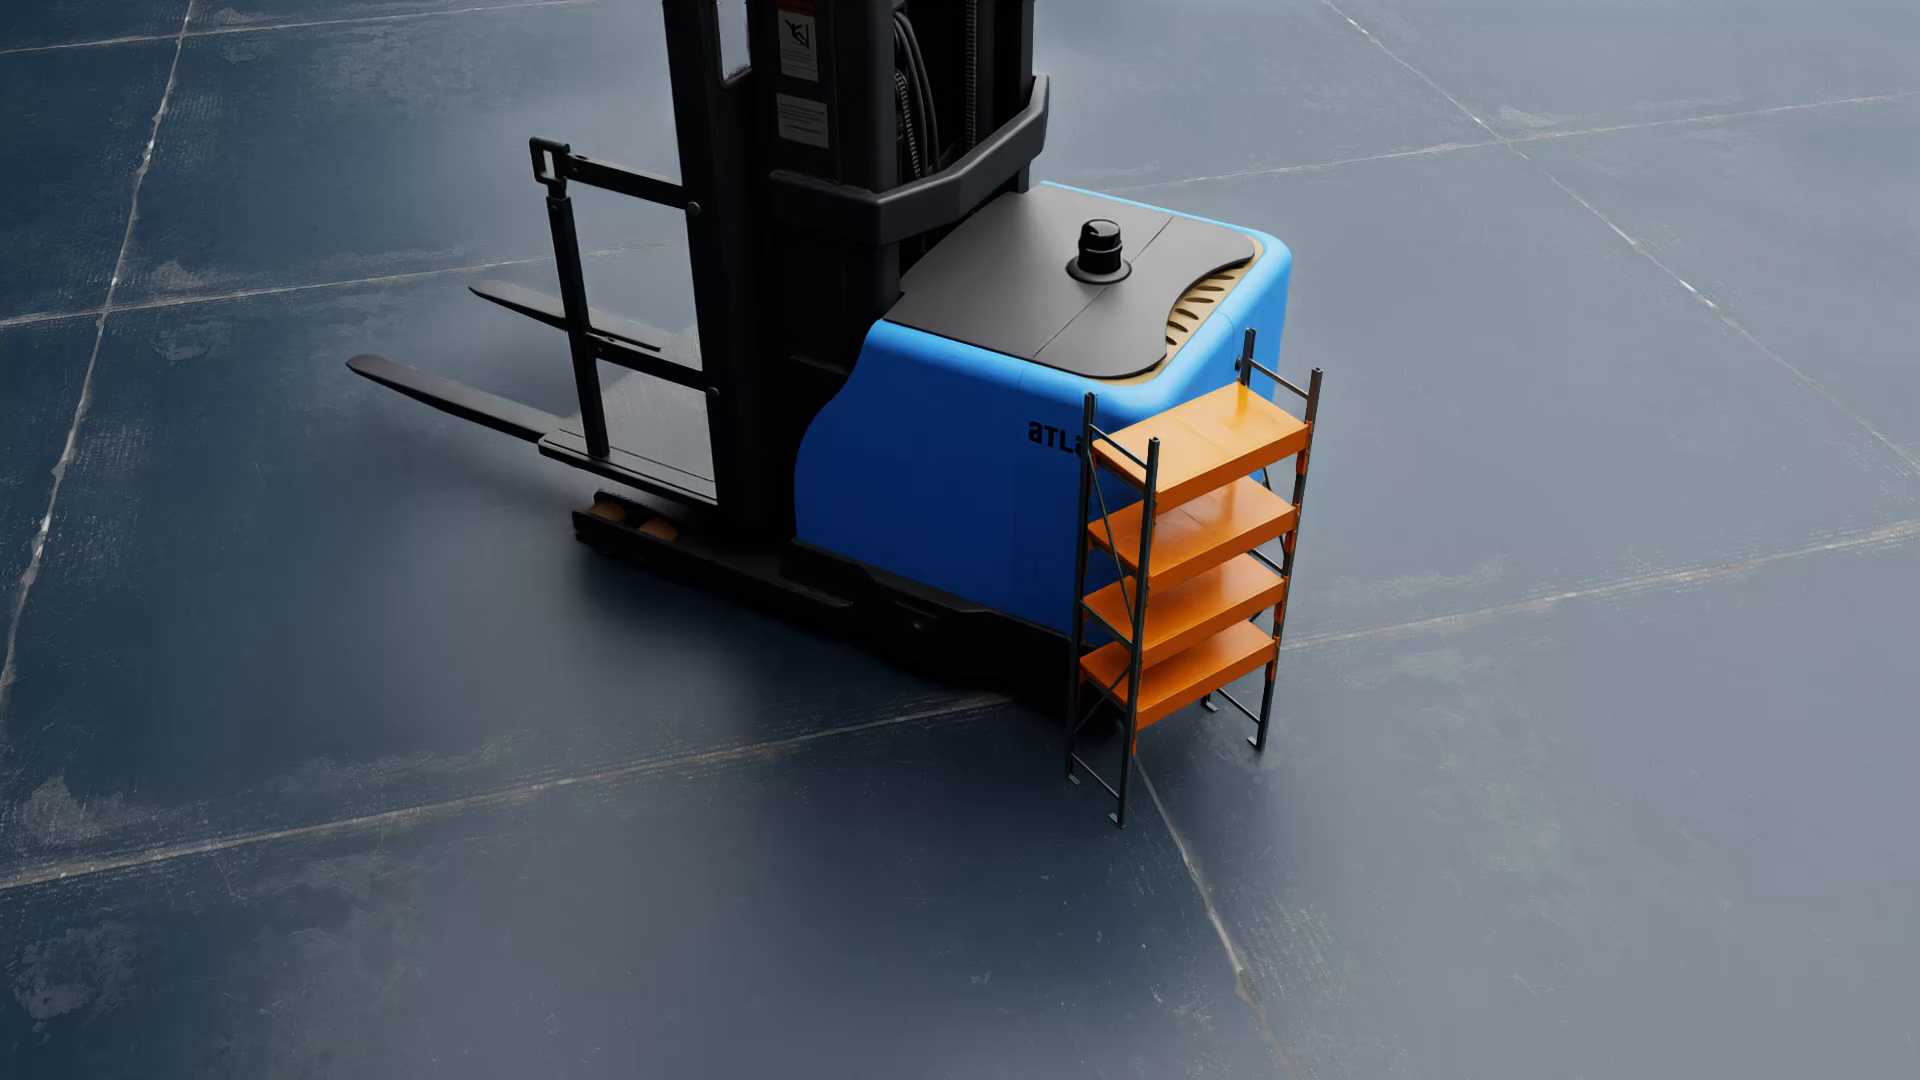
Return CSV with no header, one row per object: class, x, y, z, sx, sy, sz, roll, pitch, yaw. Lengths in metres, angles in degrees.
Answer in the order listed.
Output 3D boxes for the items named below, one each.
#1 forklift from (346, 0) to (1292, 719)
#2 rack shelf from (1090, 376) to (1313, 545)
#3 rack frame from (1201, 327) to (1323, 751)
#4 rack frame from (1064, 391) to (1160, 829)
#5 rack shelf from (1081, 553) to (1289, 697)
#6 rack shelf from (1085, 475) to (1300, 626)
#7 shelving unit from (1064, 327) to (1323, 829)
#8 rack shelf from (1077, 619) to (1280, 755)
forklift,-0.613,-1.323,4.568,3.031,2.935,1.130,19,41,23
rack shelf,0.552,-0.192,3.867,0.480,0.148,0.258,-23,43,-27
rack frame,0.750,0.034,4.218,0.015,1.200,0.240,-23,43,-27
rack frame,0.353,0.206,3.993,0.015,1.200,0.240,-23,43,-27
rack shelf,0.551,0.173,4.147,0.480,0.148,0.258,-23,43,-27
rack shelf,0.552,-0.004,4.011,0.480,0.148,0.258,-23,43,-27
shelving unit,0.551,0.120,4.106,0.503,1.200,0.258,-23,43,-27
rack shelf,0.551,0.331,4.267,0.480,0.148,0.258,-23,43,-27
